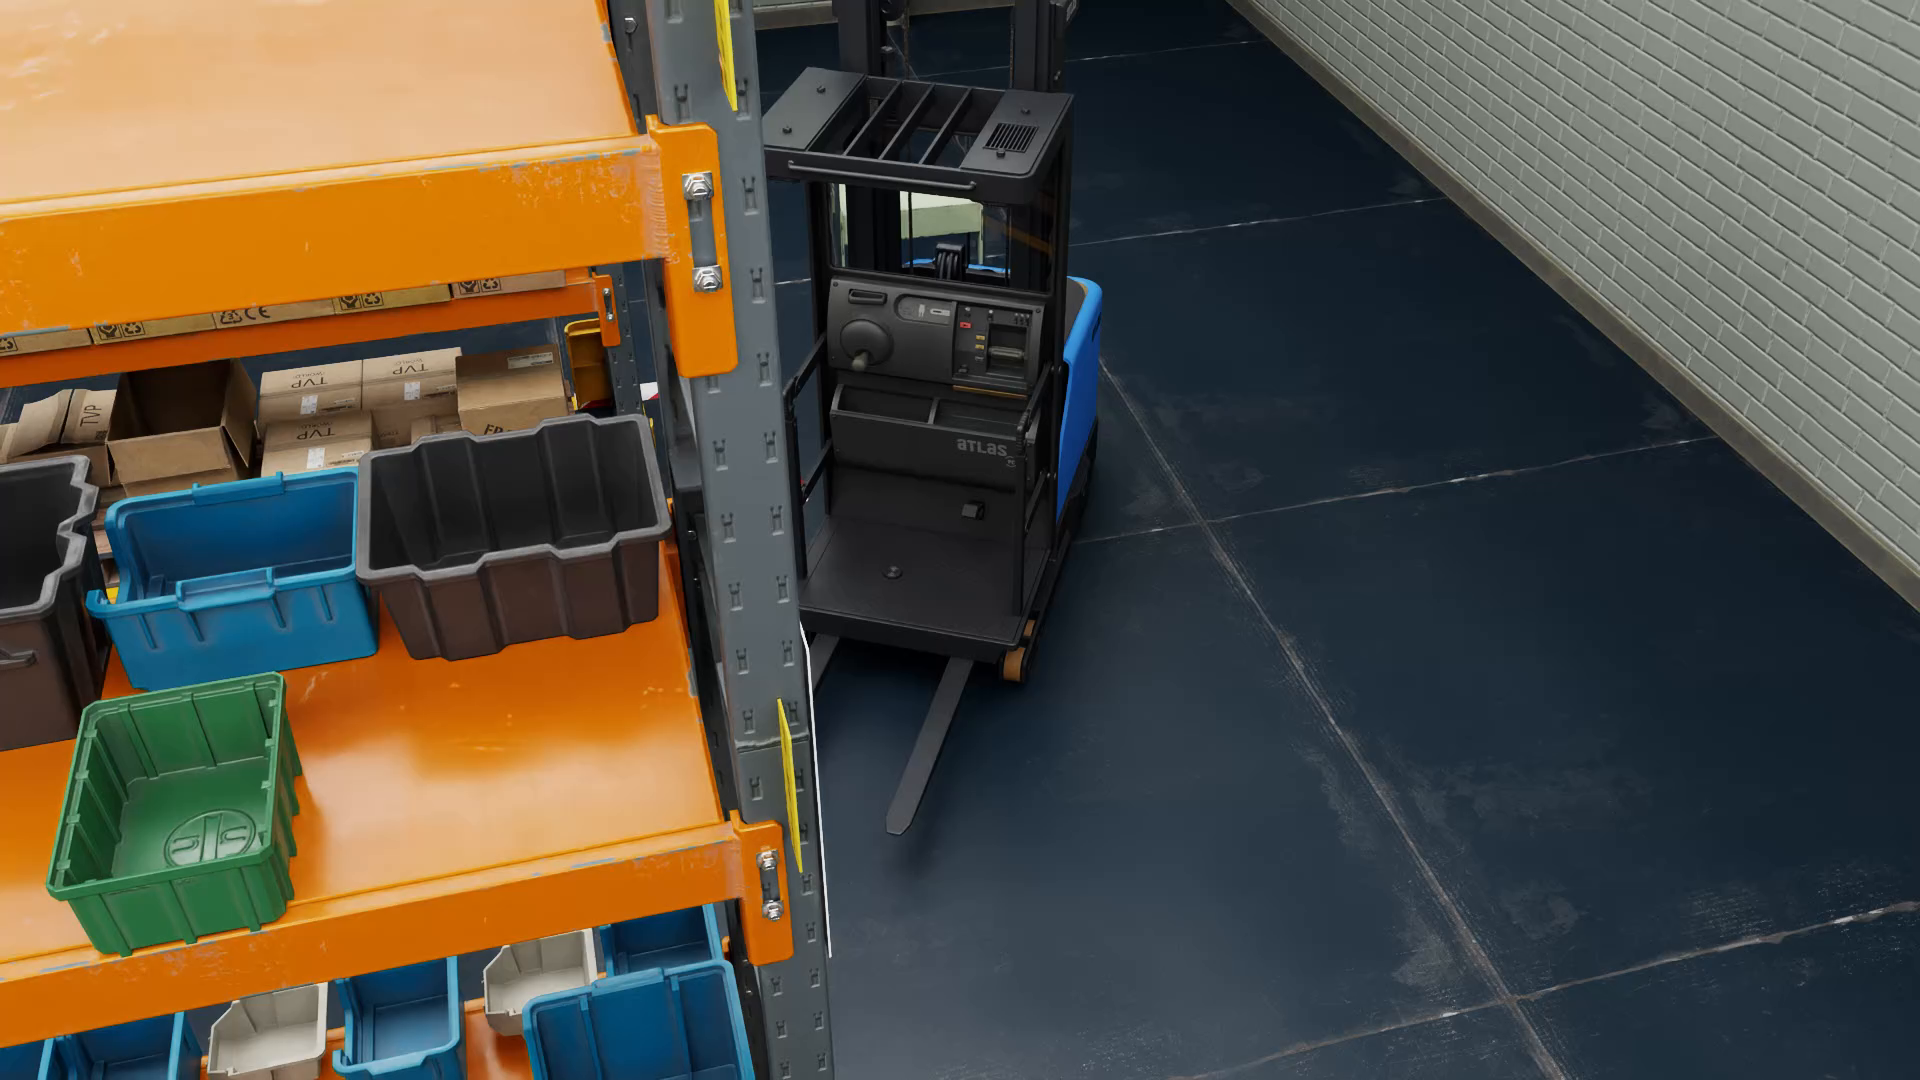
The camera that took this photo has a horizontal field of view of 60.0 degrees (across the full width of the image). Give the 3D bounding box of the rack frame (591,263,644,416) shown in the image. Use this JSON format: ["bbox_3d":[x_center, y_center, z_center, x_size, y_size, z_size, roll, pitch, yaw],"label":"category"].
[{"bbox_3d":[-1.736,-1.655,7.925,0.127,3.000,1.000,-9,38,-12],"label":"rack frame"}]

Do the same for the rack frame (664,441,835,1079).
[{"bbox_3d":[-0.448,1.251,4.126,0.127,3.000,1.000,-9,38,-12],"label":"rack frame"}]

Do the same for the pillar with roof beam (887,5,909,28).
[{"bbox_3d":[0.473,-5.353,7.821,0.400,9.000,9.100,-9,38,-12],"label":"pillar with roof beam"}]

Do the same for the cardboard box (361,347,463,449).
[{"bbox_3d":[-2.817,-0.739,8.628,0.500,0.250,0.500,-9,38,-12],"label":"cardboard box"}]

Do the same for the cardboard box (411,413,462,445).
[{"bbox_3d":[-2.611,-0.463,8.335,0.250,0.166,0.380,-9,38,-12],"label":"cardboard box"}]

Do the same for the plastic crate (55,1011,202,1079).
[{"bbox_3d":[-2.043,1.348,4.087,0.300,0.233,0.416,-9,38,-12],"label":"plastic crate"}]

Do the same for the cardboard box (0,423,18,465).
[{"bbox_3d":[-4.775,-0.415,8.288,0.250,0.149,0.380,-9,38,-12],"label":"cardboard box"}]

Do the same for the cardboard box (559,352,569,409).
[{"bbox_3d":[-2.229,-0.833,8.834,0.250,0.149,0.380,-9,38,-12],"label":"cardboard box"}]

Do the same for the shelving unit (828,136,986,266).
[{"bbox_3d":[-0.278,-1.320,8.717,0.755,1.500,0.431,-8,38,-10],"label":"shelving unit"}]

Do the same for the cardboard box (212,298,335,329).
[{"bbox_3d":[-3.080,-1.304,7.384,0.500,0.500,0.500,-9,38,-12],"label":"cardboard box"}]

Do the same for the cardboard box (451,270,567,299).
[{"bbox_3d":[-2.097,-1.465,7.593,0.500,0.500,0.500,-8,38,-11],"label":"cardboard box"}]

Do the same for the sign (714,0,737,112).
[{"bbox_3d":[-0.289,-0.684,1.983,0.005,0.325,0.100,-9,38,-12],"label":"sign"}]

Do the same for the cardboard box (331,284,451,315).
[{"bbox_3d":[-2.597,-1.380,7.483,0.500,0.500,0.500,-9,38,-12],"label":"cardboard box"}]

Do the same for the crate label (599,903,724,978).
[{"bbox_3d":[-0.772,1.139,4.360,0.303,0.233,0.416,-9,38,-12],"label":"crate label"}]

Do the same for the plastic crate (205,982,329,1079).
[{"bbox_3d":[-1.758,1.287,4.245,0.298,0.136,0.250,-9,38,-12],"label":"plastic crate"}]

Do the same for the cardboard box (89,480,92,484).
[{"bbox_3d":[-4.303,-0.154,7.931,0.250,0.166,0.380,-9,38,-12],"label":"cardboard box"}]

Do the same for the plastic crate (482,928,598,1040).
[{"bbox_3d":[-1.103,1.180,4.386,0.298,0.136,0.250,-9,38,-12],"label":"plastic crate"}]

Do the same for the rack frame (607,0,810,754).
[{"bbox_3d":[-0.448,-1.132,2.303,0.127,3.000,1.000,-9,38,-12],"label":"rack frame"}]

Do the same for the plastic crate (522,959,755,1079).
[{"bbox_3d":[-0.722,1.375,3.884,0.499,0.435,0.616,-9,38,-12],"label":"plastic crate"}]

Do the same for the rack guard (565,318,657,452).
[{"bbox_3d":[-1.809,-0.651,8.668,0.348,0.500,1.175,-9,38,-12],"label":"rack guard"}]

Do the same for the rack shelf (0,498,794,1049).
[{"bbox_3d":[-2.379,0.662,3.019,4.000,0.370,1.077,-9,38,-12],"label":"rack shelf"}]

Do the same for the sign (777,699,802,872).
[{"bbox_3d":[-0.289,0.421,2.828,0.005,0.325,0.100,-9,38,-12],"label":"sign"}]

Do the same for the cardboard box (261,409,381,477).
[{"bbox_3d":[-3.121,-0.375,8.151,0.500,0.250,0.500,-9,38,-12],"label":"cardboard box"}]

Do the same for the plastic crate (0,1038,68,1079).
[{"bbox_3d":[-2.333,1.395,4.025,0.300,0.233,0.416,-9,38,-12],"label":"plastic crate"}]

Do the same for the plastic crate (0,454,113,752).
[{"bbox_3d":[-1.994,0.165,3.128,0.767,0.338,0.504,-9,38,-12],"label":"plastic crate"}]

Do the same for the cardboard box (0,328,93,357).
[{"bbox_3d":[-4.057,-1.143,7.173,0.500,0.500,0.500,-10,38,-12],"label":"cardboard box"}]

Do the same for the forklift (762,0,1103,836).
[{"bbox_3d":[-0.161,-0.795,6.856,1.130,2.935,3.031,9,38,12],"label":"forklift"}]

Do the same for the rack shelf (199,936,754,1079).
[{"bbox_3d":[-2.379,1.853,3.930,4.000,0.370,1.077,-9,38,-12],"label":"rack shelf"}]

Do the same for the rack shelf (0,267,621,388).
[{"bbox_3d":[-3.666,-1.053,7.729,4.000,0.370,1.077,-9,38,-12],"label":"rack shelf"}]

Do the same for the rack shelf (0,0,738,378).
[{"bbox_3d":[-2.379,-0.371,2.229,4.000,0.370,1.077,-9,38,-12],"label":"rack shelf"}]

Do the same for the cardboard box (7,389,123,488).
[{"bbox_3d":[-4.397,-0.504,8.270,0.500,0.311,0.500,-9,38,-12],"label":"cardboard box"}]

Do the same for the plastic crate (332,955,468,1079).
[{"bbox_3d":[-1.408,1.244,4.223,0.300,0.233,0.416,-9,38,-12],"label":"plastic crate"}]

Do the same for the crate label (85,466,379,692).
[{"bbox_3d":[-1.423,0.075,3.316,0.502,0.251,0.408,-9,38,-12],"label":"crate label"}]

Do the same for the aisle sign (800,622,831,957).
[{"bbox_3d":[-0.302,0.379,3.126,0.004,0.787,0.394,-9,38,-12],"label":"aisle sign"}]

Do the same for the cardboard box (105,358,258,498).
[{"bbox_3d":[-3.785,-0.506,8.114,0.637,0.503,0.797,-9,38,-12],"label":"cardboard box"}]

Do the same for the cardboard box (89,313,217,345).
[{"bbox_3d":[-3.567,-1.225,7.279,0.500,0.500,0.500,-10,39,-13],"label":"cardboard box"}]

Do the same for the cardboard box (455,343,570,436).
[{"bbox_3d":[-2.196,-0.607,8.249,0.500,0.500,0.500,-9,38,-12],"label":"cardboard box"}]

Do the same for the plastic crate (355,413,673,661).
[{"bbox_3d":[-0.892,0.009,3.388,0.590,0.269,0.497,-9,38,-12],"label":"plastic crate"}]

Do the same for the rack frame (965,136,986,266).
[{"bbox_3d":[0.079,-1.367,8.779,0.023,1.500,0.400,-8,38,-10],"label":"rack frame"}]

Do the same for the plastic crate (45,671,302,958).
[{"bbox_3d":[-1.326,0.467,2.855,0.336,0.188,0.450,-9,38,-12],"label":"plastic crate"}]

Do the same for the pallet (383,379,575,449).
[{"bbox_3d":[-2.578,-0.409,8.590,1.213,0.211,1.003,-9,38,-12],"label":"pallet"}]

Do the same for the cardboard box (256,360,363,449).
[{"bbox_3d":[-3.300,-0.660,8.524,0.500,0.250,0.500,-9,38,-12],"label":"cardboard box"}]

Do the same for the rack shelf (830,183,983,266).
[{"bbox_3d":[-0.279,-1.632,8.483,0.720,0.370,0.431,-8,38,-10],"label":"rack shelf"}]

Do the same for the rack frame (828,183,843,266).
[{"bbox_3d":[-0.636,-1.273,8.656,0.023,1.500,0.400,-8,38,-10],"label":"rack frame"}]

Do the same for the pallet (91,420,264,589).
[{"bbox_3d":[-3.754,-0.218,8.341,1.213,0.211,1.003,-9,38,-12],"label":"pallet"}]
